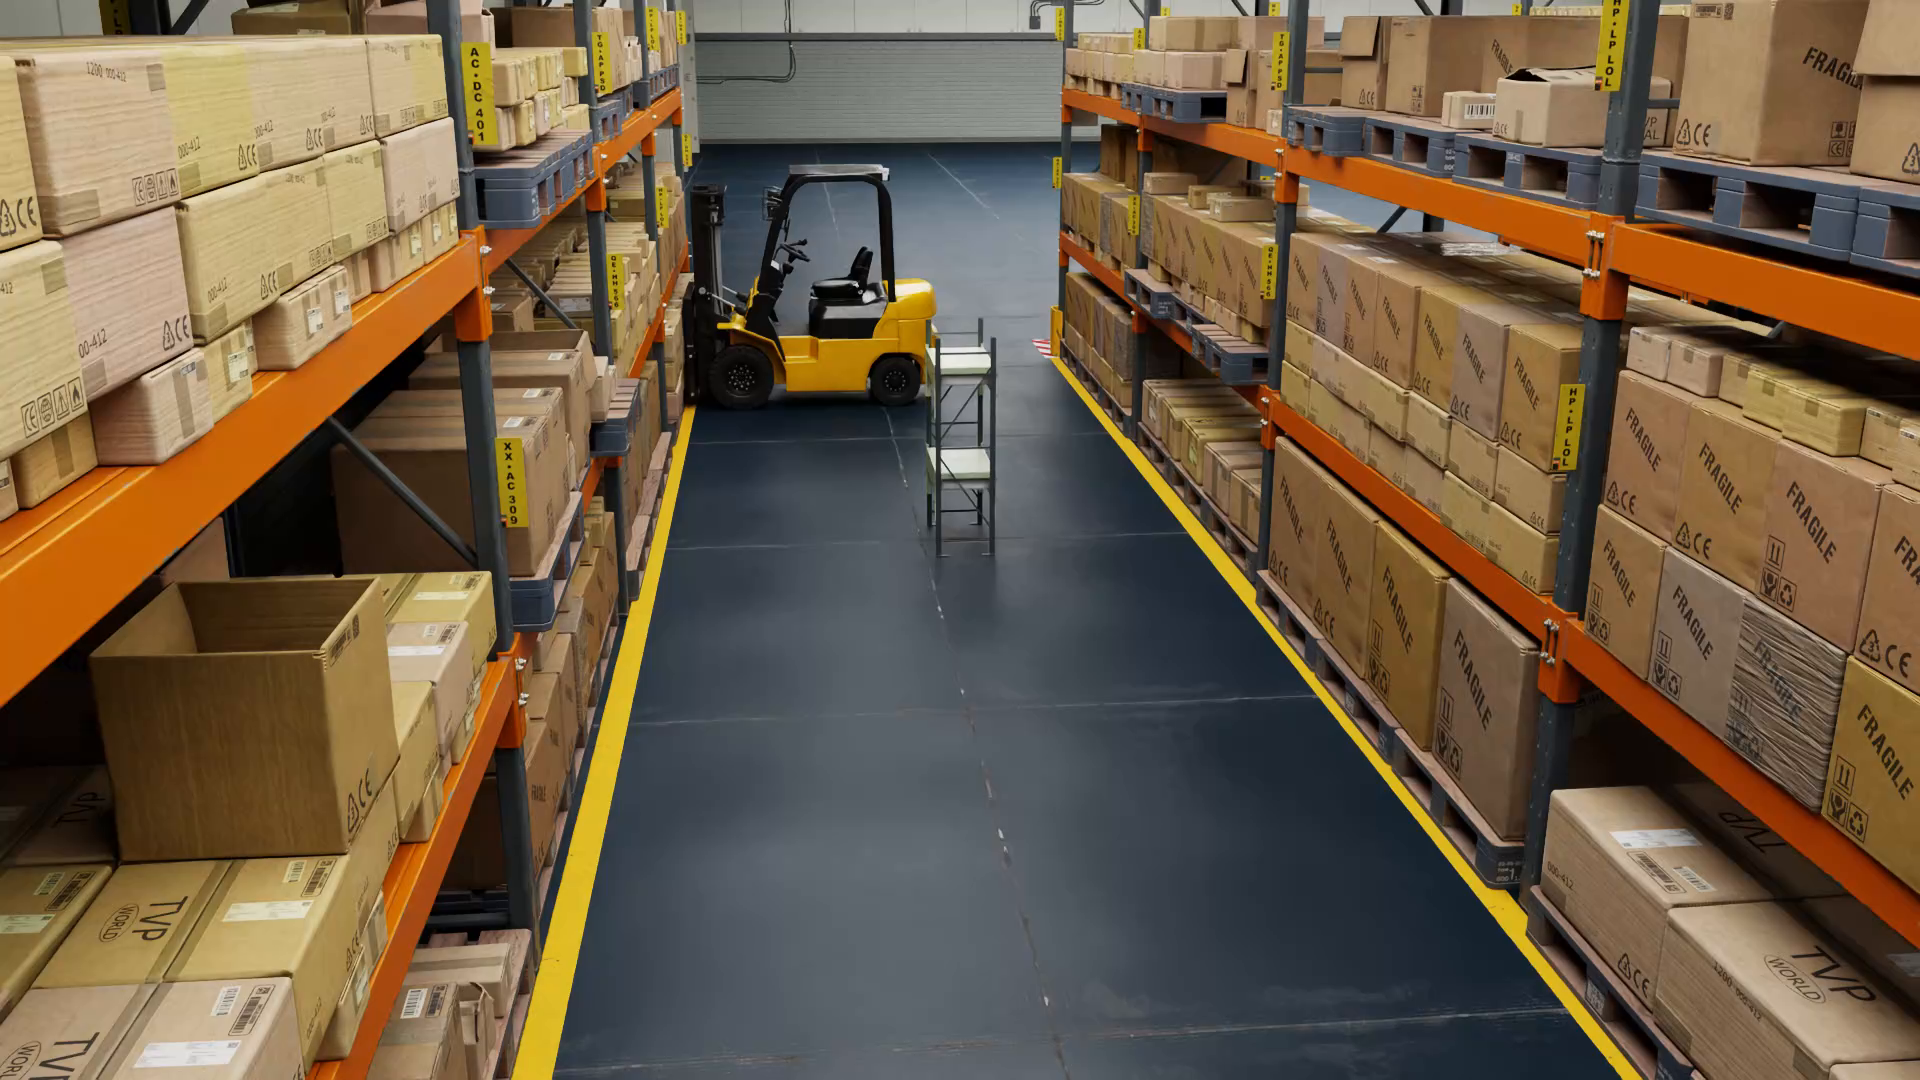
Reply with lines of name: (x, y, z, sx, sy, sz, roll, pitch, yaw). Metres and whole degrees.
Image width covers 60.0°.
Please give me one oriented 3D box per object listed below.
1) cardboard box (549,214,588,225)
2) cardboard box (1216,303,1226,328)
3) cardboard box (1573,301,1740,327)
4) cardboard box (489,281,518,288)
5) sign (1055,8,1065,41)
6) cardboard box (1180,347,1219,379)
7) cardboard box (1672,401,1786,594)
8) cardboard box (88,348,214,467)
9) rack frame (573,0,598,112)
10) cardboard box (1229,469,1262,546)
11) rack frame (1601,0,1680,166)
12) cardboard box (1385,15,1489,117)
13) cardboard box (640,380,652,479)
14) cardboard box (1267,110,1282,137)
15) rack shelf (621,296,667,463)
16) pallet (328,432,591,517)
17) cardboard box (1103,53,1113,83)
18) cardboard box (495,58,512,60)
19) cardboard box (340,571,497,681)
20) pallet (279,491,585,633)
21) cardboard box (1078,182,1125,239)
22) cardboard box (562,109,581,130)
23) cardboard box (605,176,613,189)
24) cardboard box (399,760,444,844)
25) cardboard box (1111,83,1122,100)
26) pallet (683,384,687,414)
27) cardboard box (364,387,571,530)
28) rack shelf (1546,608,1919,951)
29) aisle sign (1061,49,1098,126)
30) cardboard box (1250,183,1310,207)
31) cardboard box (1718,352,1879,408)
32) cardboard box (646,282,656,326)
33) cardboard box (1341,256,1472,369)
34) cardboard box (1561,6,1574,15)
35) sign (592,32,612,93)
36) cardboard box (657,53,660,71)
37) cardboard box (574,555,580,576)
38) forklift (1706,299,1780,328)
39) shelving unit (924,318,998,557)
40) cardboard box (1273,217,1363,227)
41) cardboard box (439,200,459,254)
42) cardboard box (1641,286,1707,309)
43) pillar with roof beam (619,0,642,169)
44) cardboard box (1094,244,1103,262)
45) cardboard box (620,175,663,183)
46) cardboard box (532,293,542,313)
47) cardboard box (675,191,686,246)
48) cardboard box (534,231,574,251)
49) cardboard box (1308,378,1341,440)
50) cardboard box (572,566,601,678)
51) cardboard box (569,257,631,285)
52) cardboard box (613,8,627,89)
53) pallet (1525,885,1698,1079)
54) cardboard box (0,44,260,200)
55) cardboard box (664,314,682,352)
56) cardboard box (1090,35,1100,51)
cardboard box: (-3.238, -2.599, 13.697, 0.380, 0.149, 0.250, -2, 18, -6)
cardboard box: (1.944, -1.514, 11.209, 0.380, 0.149, 0.250, -3, 18, -8)
cardboard box: (2.974, -0.740, 7.190, 0.500, 0.500, 0.500, -2, 18, -6)
cardboard box: (-2.909, -1.484, 10.147, 0.380, 0.149, 0.250, -1, 17, -4)
sign: (1.036, -5.331, 17.183, 0.100, 0.325, 0.005, -2, 18, -6)
cardboard box: (2.196, -1.738, 14.844, 0.500, 0.500, 0.500, -1, 17, -3)
cardboard box: (2.667, -0.149, 5.309, 0.500, 0.500, 0.500, -2, 18, -6)
cardboard box: (-1.499, -0.224, 2.793, 0.380, 0.149, 0.250, -1, 17, -4)
rack frame: (-2.536, -3.824, 8.835, 1.000, 3.000, 0.127, -2, 18, -6)
cardboard box: (2.352, -0.232, 11.093, 0.950, 0.372, 0.625, -3, 18, -9)
rack frame: (2.813, -2.787, 5.531, 1.000, 3.000, 0.127, -2, 18, -6)
cardboard box: (2.692, -2.506, 8.777, 0.700, 0.500, 0.500, -3, 18, -8)
cardboard box: (-2.812, -0.834, 12.591, 0.875, 0.625, 0.625, -2, 18, -6)
cardboard box: (2.125, -2.589, 10.327, 0.380, 0.149, 0.250, -2, 18, -6)
rack shelf: (-2.743, -1.215, 11.739, 1.077, 0.370, 4.000, -2, 18, -6)
pallet: (-2.331, -0.291, 7.917, 1.003, 0.211, 1.213, -2, 18, -6)
cardboard box: (1.583, -4.236, 14.907, 0.500, 0.250, 0.500, -2, 18, -7)
cardboard box: (-1.817, -1.651, 5.976, 0.380, 0.149, 0.250, -1, 17, -5)
cardboard box: (-1.829, 0.304, 5.456, 0.500, 0.250, 0.500, -1, 17, -4)
pallet: (-2.098, 0.080, 6.735, 1.003, 0.211, 1.213, -2, 18, -6)
cardboard box: (1.459, -3.234, 16.306, 0.500, 0.500, 0.500, -2, 18, -7)
cardboard box: (-2.189, -2.026, 8.366, 0.500, 0.250, 0.500, -2, 18, -5)
cardboard box: (-3.408, -3.276, 15.358, 0.380, 0.149, 0.250, -2, 18, -5)
cardboard box: (-1.686, 0.745, 4.717, 0.380, 0.149, 0.250, -2, 18, -6)
cardboard box: (1.560, -4.011, 14.857, 0.380, 0.149, 0.250, -1, 17, -4)
pallet: (-3.118, -1.426, 15.866, 1.003, 0.211, 1.213, -2, 18, -6)
cardboard box: (-2.005, -0.324, 6.832, 0.700, 0.500, 0.500, -2, 17, -5)
rack shelf: (3.019, 1.014, 4.639, 1.077, 0.370, 4.000, -2, 18, -6)
aisle sign: (1.261, -4.749, 17.456, 0.394, 0.787, 0.004, -2, 18, -6)
cardboard box: (2.396, -2.591, 12.475, 0.380, 0.149, 0.250, -3, 18, -8)
cardboard box: (2.698, -0.506, 5.362, 0.380, 0.149, 0.250, -2, 18, -6)
cardboard box: (-2.579, -1.790, 12.623, 0.500, 0.250, 0.500, -2, 18, -6)
cardboard box: (2.307, -1.184, 8.606, 0.500, 0.500, 0.500, -1, 17, -4)
cardboard box: (6.283, -5.287, 16.722, 0.380, 0.149, 0.250, -2, 17, -5)
sign: (-1.996, -2.656, 9.258, 0.100, 0.325, 0.005, -2, 18, -6)
cardboard box: (-2.772, -4.085, 14.225, 0.380, 0.149, 0.250, -1, 17, -4)
cardboard box: (-2.209, 0.100, 8.738, 0.380, 0.149, 0.250, -1, 17, -4)
forklift: (5.631, -1.210, 10.638, 3.031, 2.935, 1.130, -2, 18, -6)
shelving unit: (-0.001, -0.718, 11.459, 0.431, 1.500, 0.755, -2, 18, -6)
cardboard box: (2.462, -1.961, 11.550, 0.500, 0.500, 0.500, -1, 17, -5)
cardboard box: (-1.793, -0.983, 5.213, 0.380, 0.149, 0.250, -2, 18, -6)
cardboard box: (6.906, -1.867, 15.463, 0.875, 0.875, 0.875, -2, 17, -5)
pillar with roof beam: (-1.142, -9.681, 27.489, 9.100, 9.000, 0.400, -2, 18, -6)
cardboard box: (1.484, -2.730, 15.784, 0.380, 0.149, 0.250, -2, 18, -5)
cardboard box: (-2.951, -3.287, 15.394, 0.380, 0.149, 0.250, -2, 17, -5)
cardboard box: (-2.914, -1.406, 10.565, 0.500, 0.250, 0.500, -2, 18, -5)
cardboard box: (-3.050, -3.255, 16.869, 0.500, 0.500, 0.500, -2, 18, -7)
cardboard box: (-3.126, -2.243, 12.565, 0.380, 0.149, 0.250, -2, 18, -6)
cardboard box: (2.271, -0.739, 9.273, 0.500, 0.250, 0.500, -2, 18, -7)
cardboard box: (-2.181, 0.455, 8.692, 0.500, 0.500, 0.500, -1, 17, -3)
cardboard box: (-2.420, -1.807, 11.176, 0.380, 0.149, 0.250, -1, 17, -4)
cardboard box: (-2.474, -3.215, 10.868, 0.500, 0.500, 0.500, -1, 17, -4)
pallet: (2.814, 1.635, 6.117, 1.003, 0.211, 1.213, -2, 18, -6)
cardboard box: (-1.606, -0.760, 3.001, 0.500, 0.250, 0.500, -2, 18, -6)
cardboard box: (-2.729, -1.826, 14.705, 0.500, 0.250, 0.500, -2, 18, -6)
cardboard box: (1.434, -4.700, 15.720, 0.380, 0.149, 0.250, -1, 17, -4)
